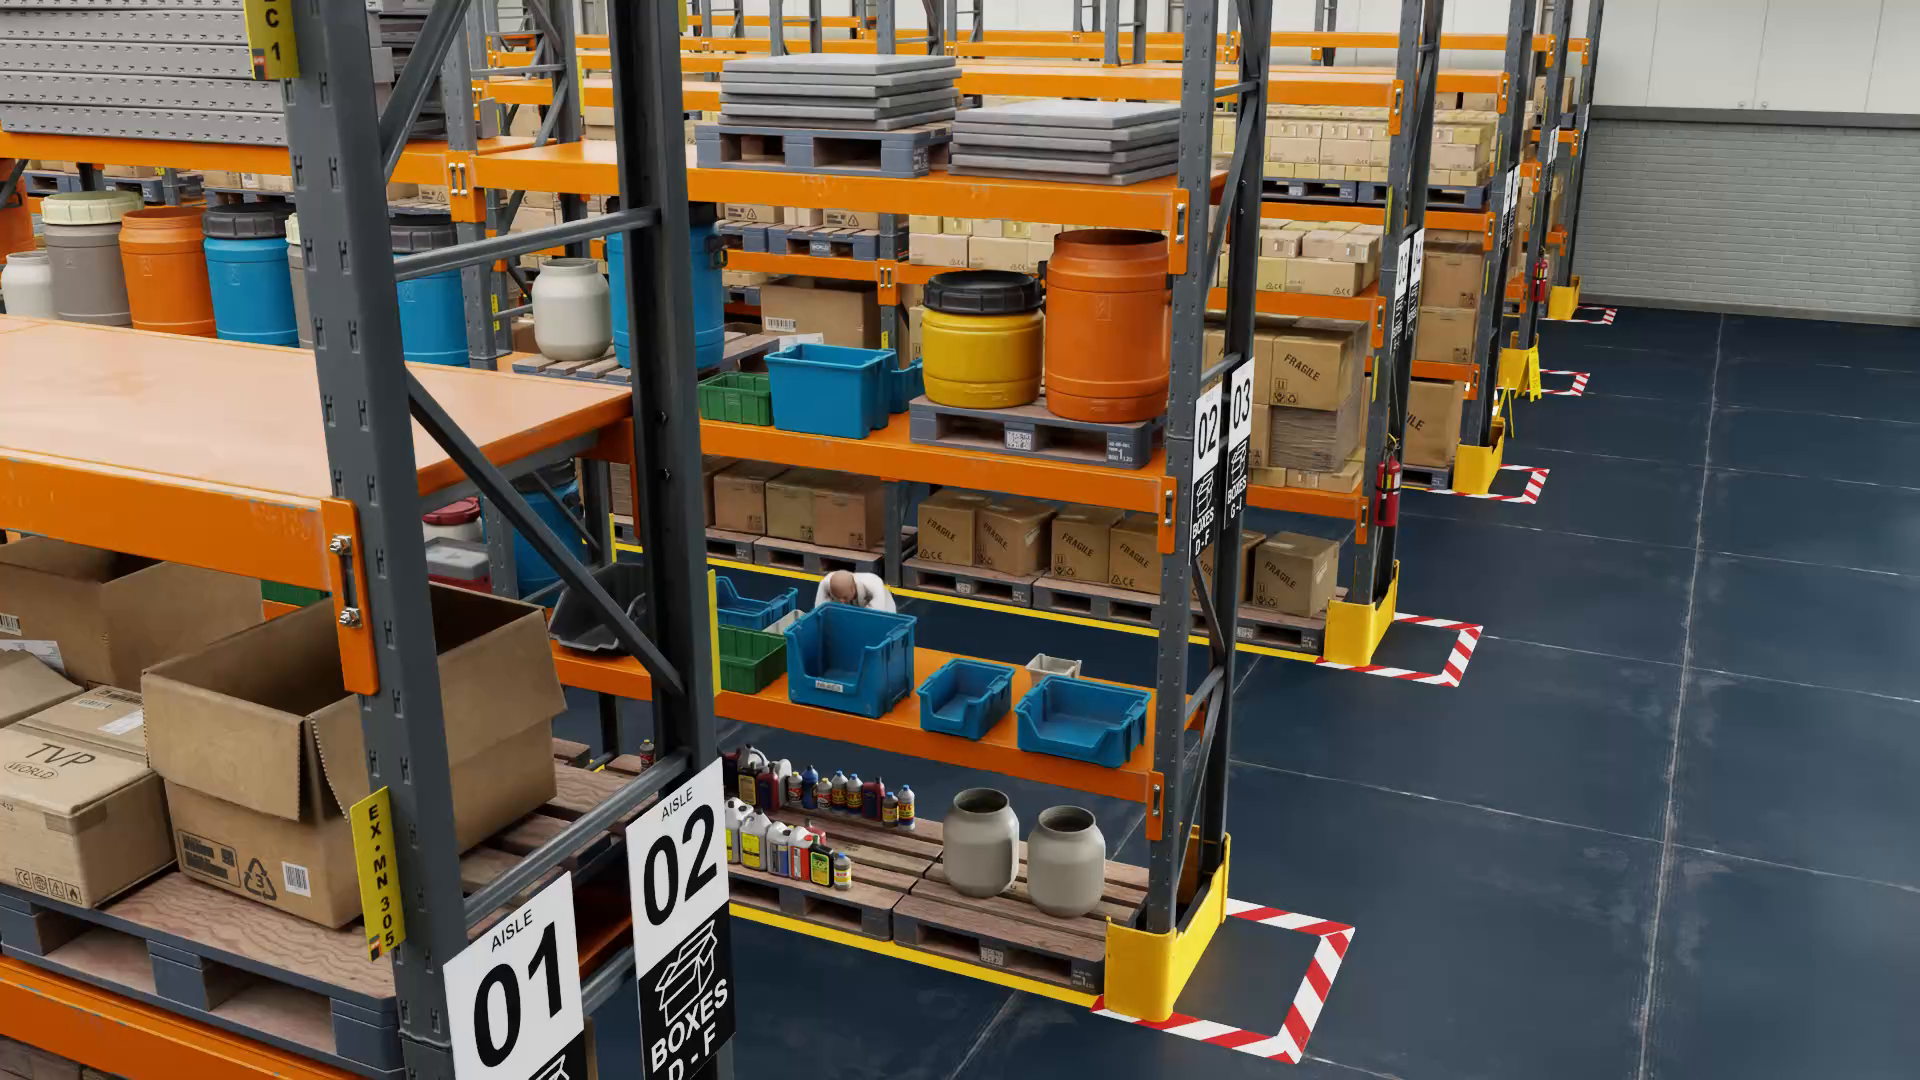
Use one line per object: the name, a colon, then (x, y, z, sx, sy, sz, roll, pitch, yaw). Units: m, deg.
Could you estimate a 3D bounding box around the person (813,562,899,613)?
person: (-0.775, 0.625, 12.225, 0.585, 0.961, 0.933, 8, 20, 21)
